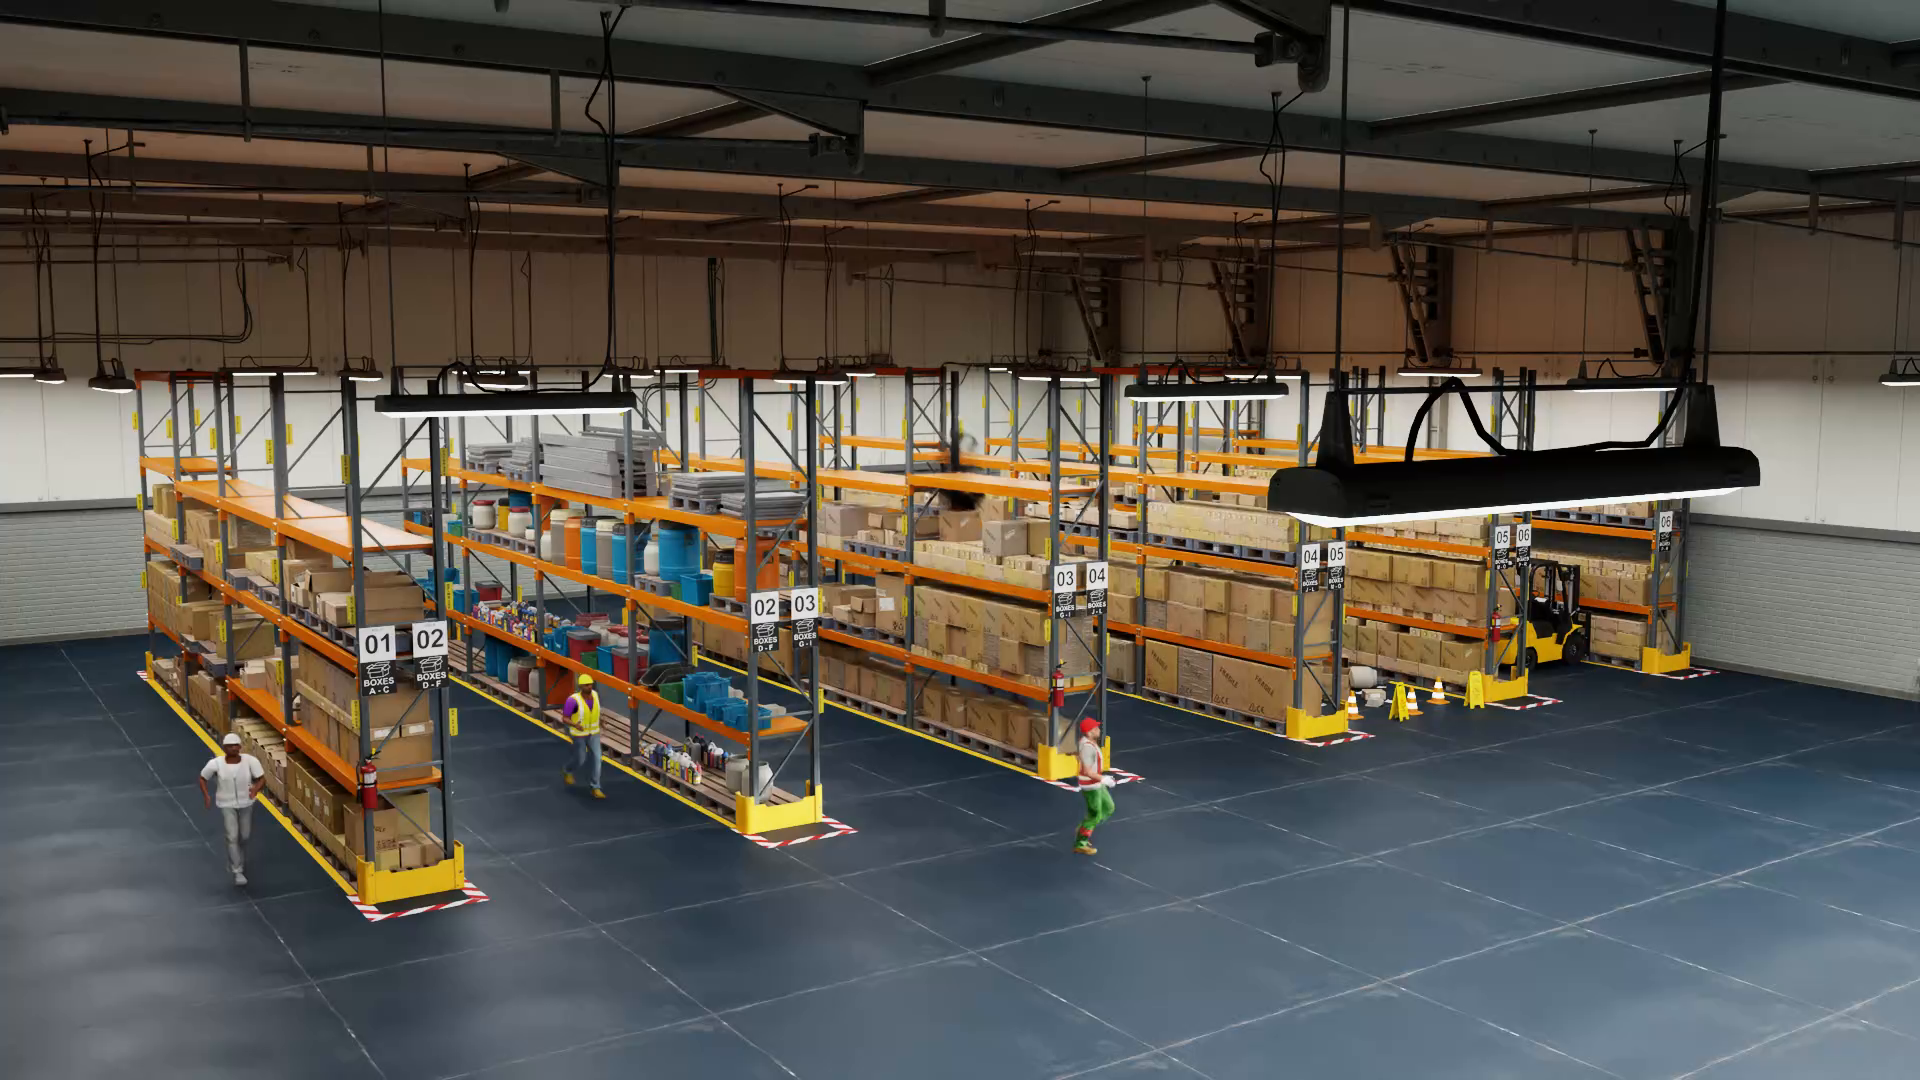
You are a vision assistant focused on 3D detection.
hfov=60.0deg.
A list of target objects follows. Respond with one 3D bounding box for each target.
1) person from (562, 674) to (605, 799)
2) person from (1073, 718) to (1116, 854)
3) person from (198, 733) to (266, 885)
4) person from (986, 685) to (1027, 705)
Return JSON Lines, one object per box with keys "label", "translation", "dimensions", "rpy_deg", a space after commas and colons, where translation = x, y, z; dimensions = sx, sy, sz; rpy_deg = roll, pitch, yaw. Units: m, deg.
{"label": "person", "translation": [-5.395, 2.772, 23.808], "dimensions": [0.681, 1.753, 0.955], "rpy_deg": [-5, 8, -40]}
{"label": "person", "translation": [1.703, 3.096, 21.015], "dimensions": [0.530, 1.742, 0.670], "rpy_deg": [0, 6, 3]}
{"label": "person", "translation": [-8.732, 3.186, 20.019], "dimensions": [0.723, 1.751, 0.959], "rpy_deg": [-4, 8, -33]}
{"label": "person", "translation": [0.887, 2.137, 30.196], "dimensions": [0.615, 1.641, 0.858], "rpy_deg": [-6, 9, -42]}
